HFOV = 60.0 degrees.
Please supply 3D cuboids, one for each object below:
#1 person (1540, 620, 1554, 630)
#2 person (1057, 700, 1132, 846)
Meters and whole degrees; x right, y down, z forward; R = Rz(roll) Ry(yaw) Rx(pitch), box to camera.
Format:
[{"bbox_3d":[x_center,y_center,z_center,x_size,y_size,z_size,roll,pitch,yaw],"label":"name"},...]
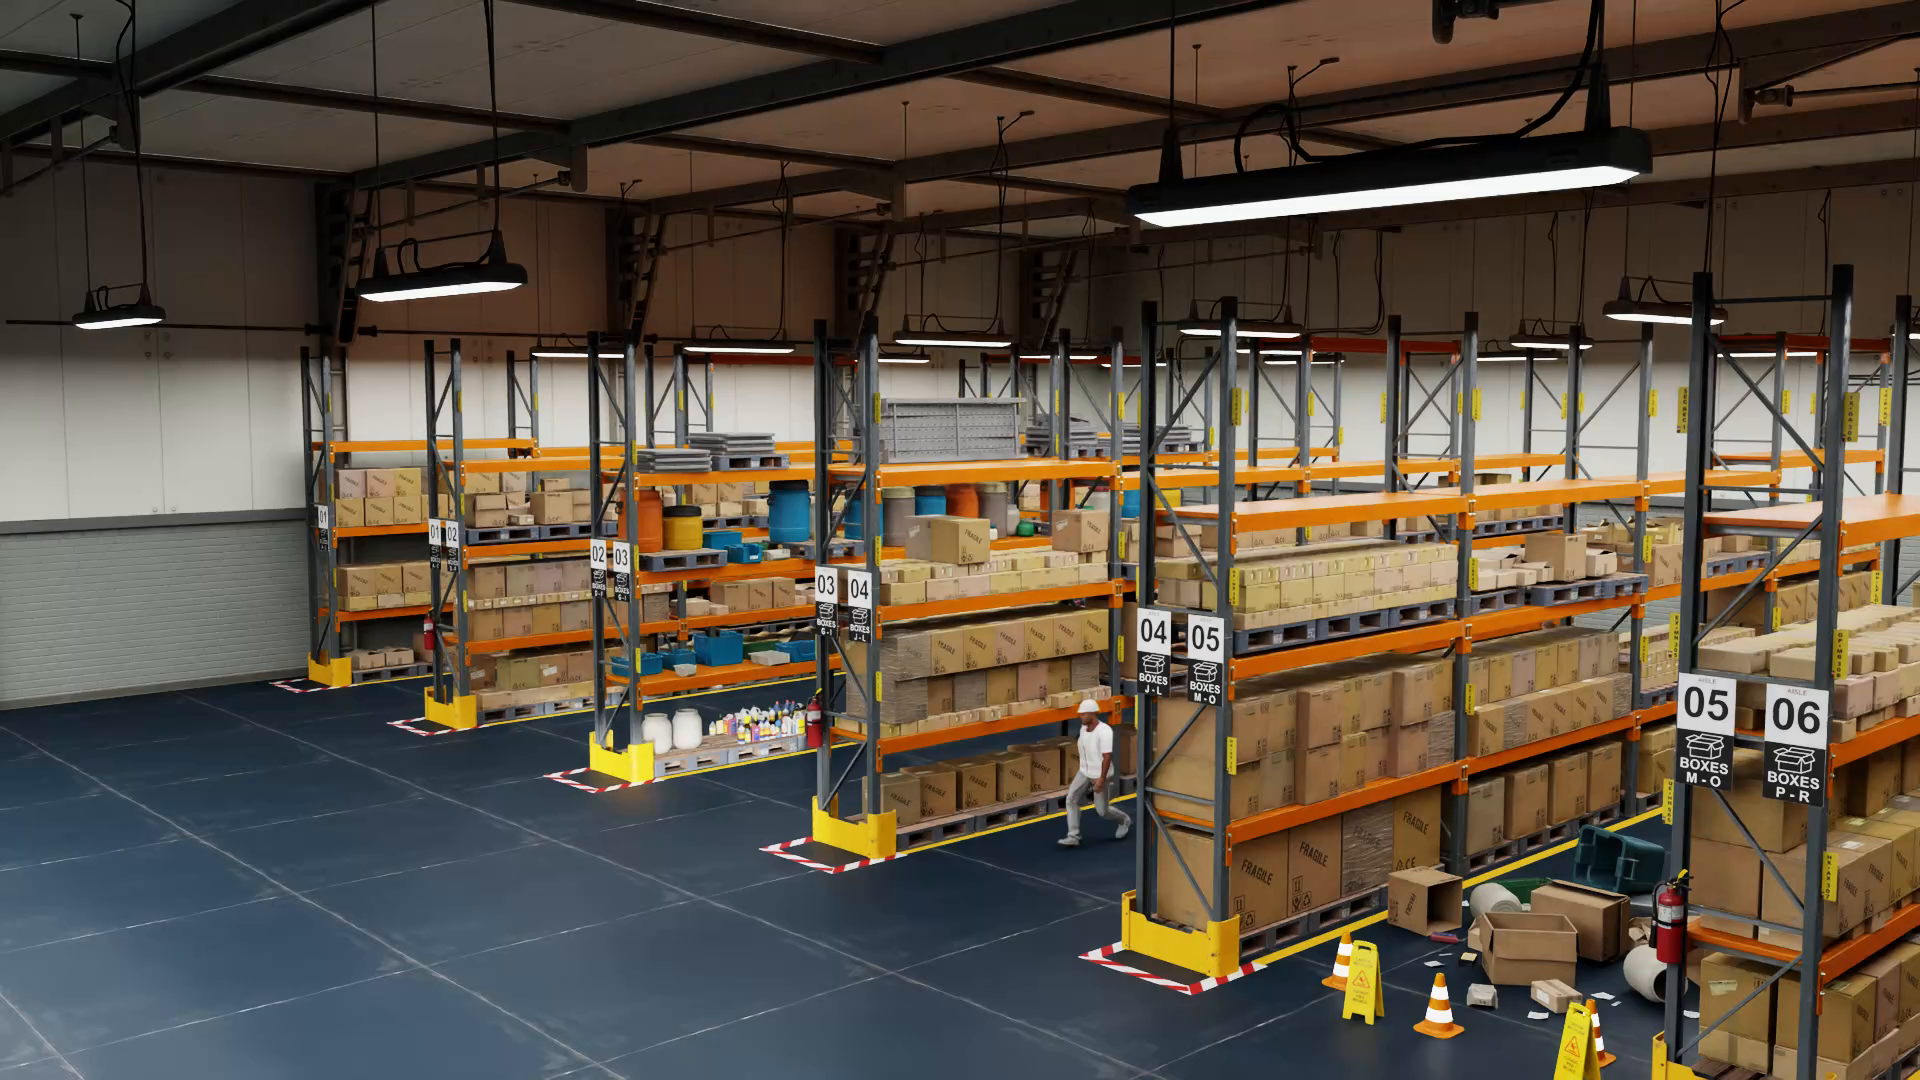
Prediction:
[{"bbox_3d":[9.387,2.038,26.624,0.972,1.524,0.400,-5,7,-45],"label":"person"},{"bbox_3d":[1.528,2.662,19.125,1.039,1.656,0.565,-4,6,-39],"label":"person"}]
